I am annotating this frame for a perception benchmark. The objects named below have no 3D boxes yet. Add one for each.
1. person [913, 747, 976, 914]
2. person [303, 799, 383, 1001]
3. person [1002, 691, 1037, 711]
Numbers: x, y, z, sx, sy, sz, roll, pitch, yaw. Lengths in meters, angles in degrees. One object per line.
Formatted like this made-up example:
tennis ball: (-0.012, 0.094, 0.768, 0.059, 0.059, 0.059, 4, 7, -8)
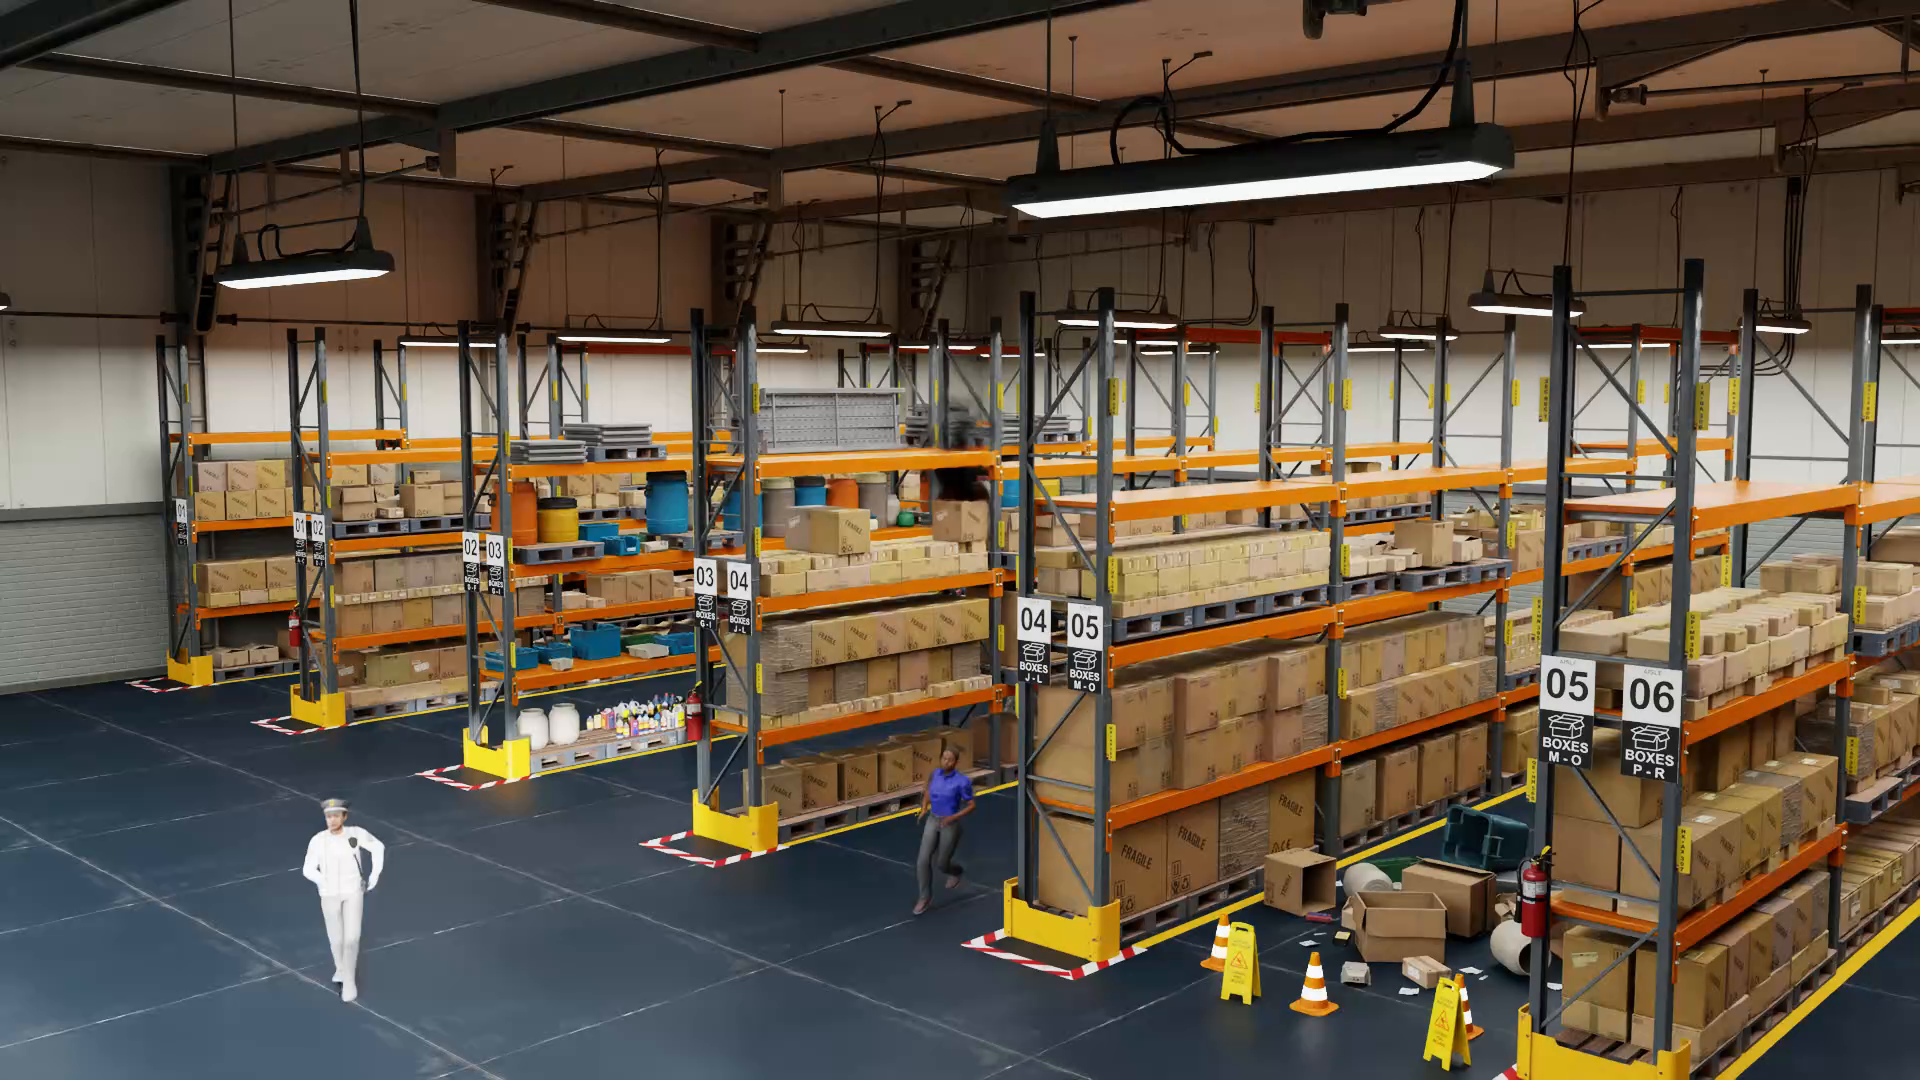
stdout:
person: (-0.114, 2.840, 16.430, 0.614, 1.647, 0.776, 3, 6, 30)
person: (-5.228, 3.023, 14.102, 0.618, 1.711, 0.705, -1, 6, -13)
person: (0.975, 1.860, 26.317, 0.585, 1.751, 0.763, 4, 7, 40)
